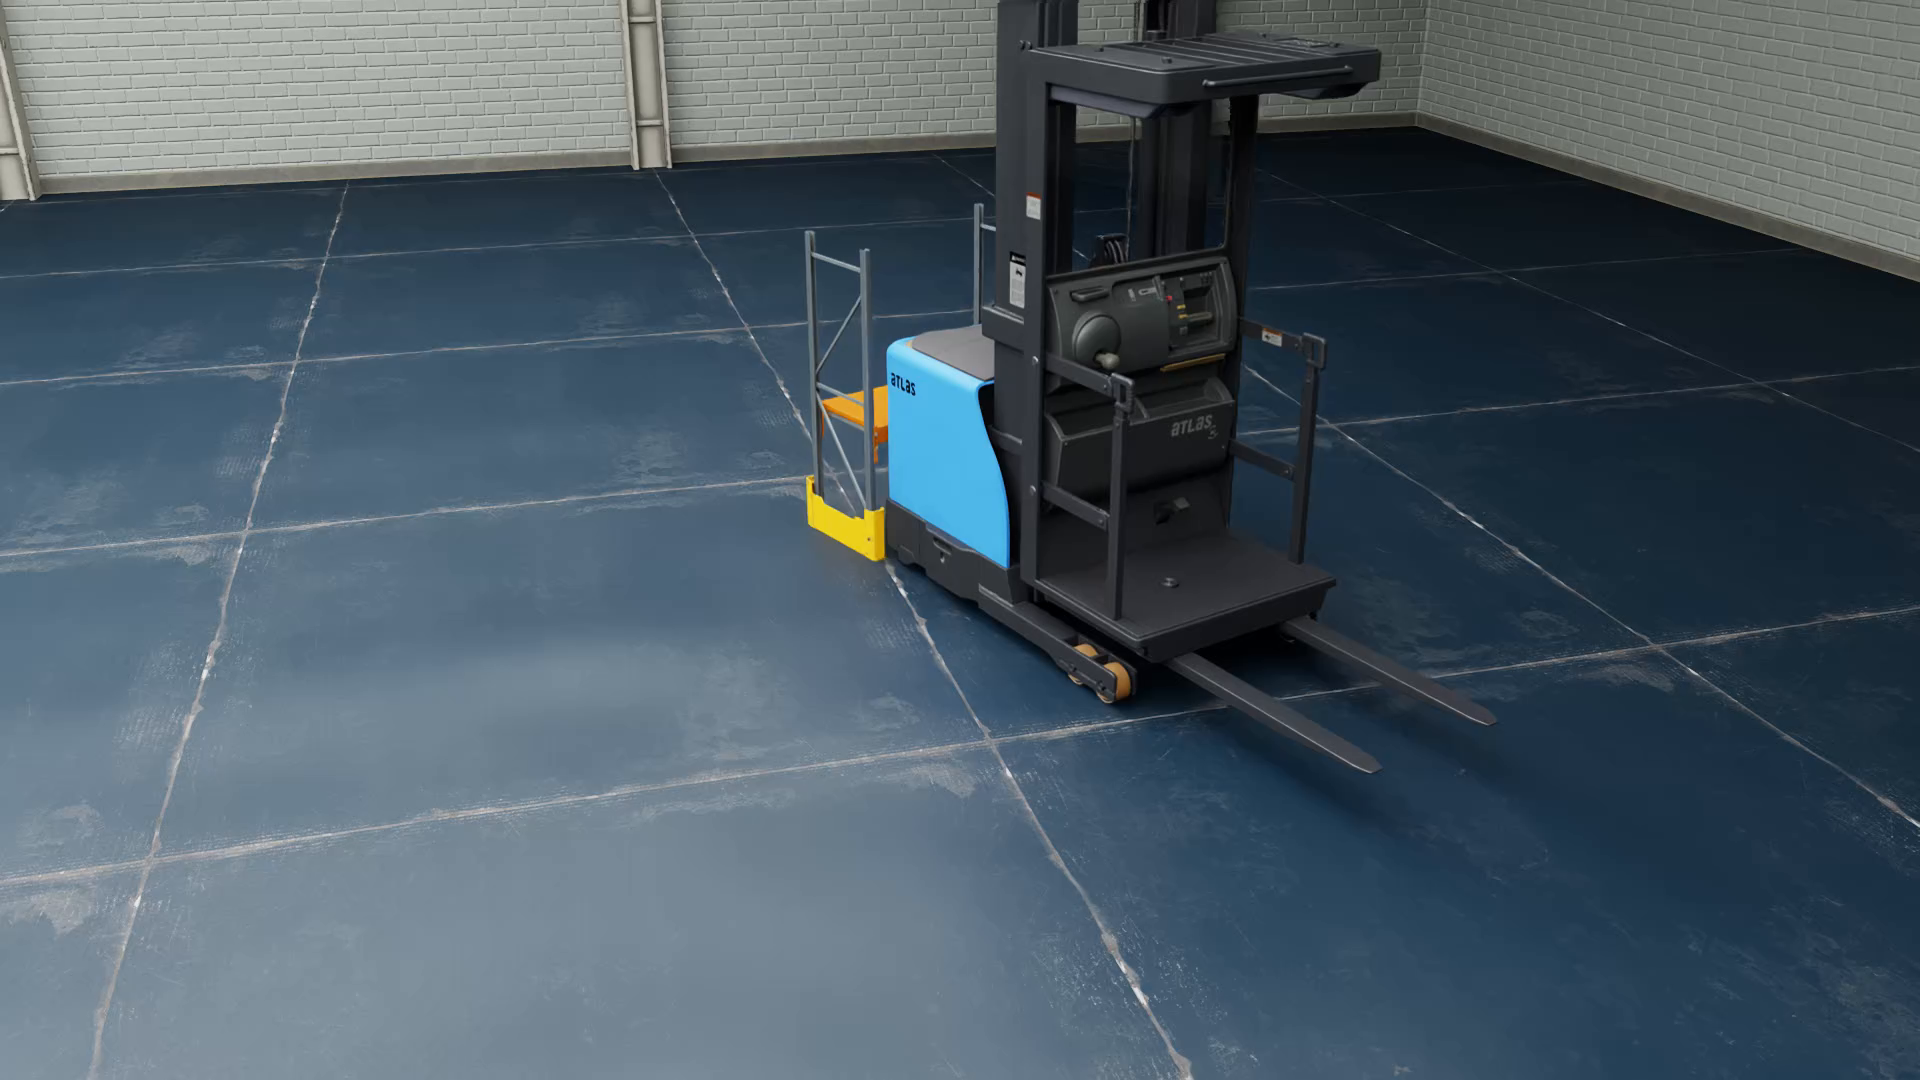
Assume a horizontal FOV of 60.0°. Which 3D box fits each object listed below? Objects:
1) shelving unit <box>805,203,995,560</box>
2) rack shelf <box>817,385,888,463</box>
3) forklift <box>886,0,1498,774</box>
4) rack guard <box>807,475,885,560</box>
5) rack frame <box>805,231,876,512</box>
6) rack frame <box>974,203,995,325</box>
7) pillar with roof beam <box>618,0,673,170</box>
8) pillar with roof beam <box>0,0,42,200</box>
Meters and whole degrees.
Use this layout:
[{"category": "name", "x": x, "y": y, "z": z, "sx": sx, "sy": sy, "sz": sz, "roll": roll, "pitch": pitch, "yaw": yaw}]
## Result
[{"category": "shelving unit", "x": -0.173, "y": -0.811, "z": 8.239, "sx": 1.083, "sy": 1.500, "sz": 0.587, "roll": -17, "pitch": 28, "yaw": -34}, {"category": "rack shelf", "x": -0.165, "y": -0.648, "z": 8.315, "sx": 1.000, "sy": 0.185, "sz": 0.538, "roll": -17, "pitch": 28, "yaw": -34}, {"category": "forklift", "x": 0.876, "y": -0.900, "z": 6.630, "sx": 1.130, "sy": 2.935, "sz": 3.031, "roll": -15, "pitch": 27, "yaw": -30}, {"category": "rack guard", "x": -0.566, "y": -0.117, "z": 8.205, "sx": 0.087, "sy": 0.250, "sz": 0.587, "roll": -17, "pitch": 28, "yaw": -34}, {"category": "rack frame", "x": -0.567, "y": -0.691, "z": 7.958, "sx": 0.032, "sy": 1.500, "sz": 0.500, "roll": -17, "pitch": 28, "yaw": -34}, {"category": "rack frame", "x": 0.236, "y": -0.936, "z": 8.530, "sx": 0.032, "sy": 1.500, "sz": 0.500, "roll": -17, "pitch": 28, "yaw": -34}, {"category": "pillar with roof beam", "x": -2.051, "y": -6.400, "z": 11.753, "sx": 0.400, "sy": 9.000, "sz": 9.100, "roll": -6, "pitch": 24, "yaw": -14}, {"category": "pillar with roof beam", "x": -7.828, "y": -5.761, "z": 10.264, "sx": 0.400, "sy": 9.000, "sz": 9.100, "roll": -6, "pitch": 24, "yaw": -14}]
